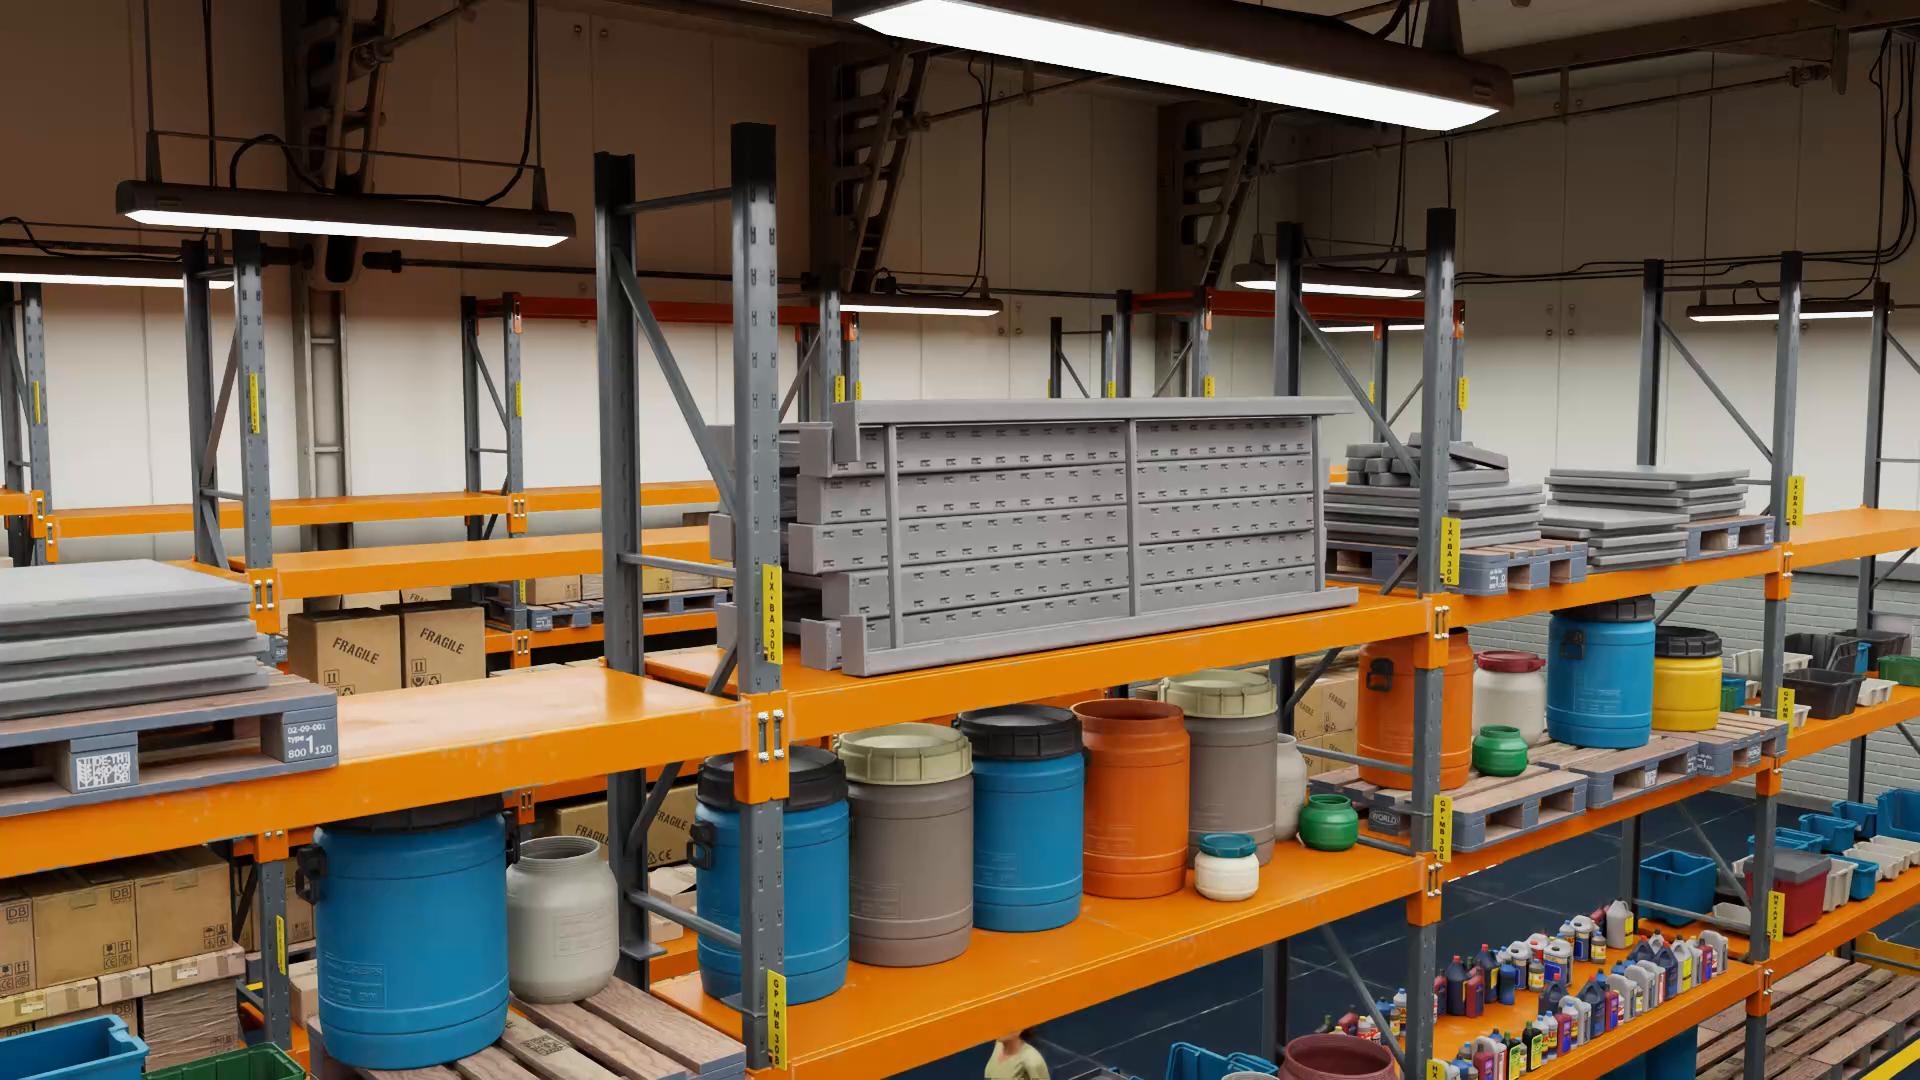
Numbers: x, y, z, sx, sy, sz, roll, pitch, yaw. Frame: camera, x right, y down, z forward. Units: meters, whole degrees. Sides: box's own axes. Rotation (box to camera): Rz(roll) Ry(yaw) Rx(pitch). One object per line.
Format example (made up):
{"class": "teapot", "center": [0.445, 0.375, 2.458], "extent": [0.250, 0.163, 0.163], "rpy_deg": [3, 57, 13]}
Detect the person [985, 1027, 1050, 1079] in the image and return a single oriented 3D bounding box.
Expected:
{"class": "person", "center": [0.310, 3.436, 9.609], "extent": [0.614, 1.627, 0.578], "rpy_deg": [-4, 7, -40]}
